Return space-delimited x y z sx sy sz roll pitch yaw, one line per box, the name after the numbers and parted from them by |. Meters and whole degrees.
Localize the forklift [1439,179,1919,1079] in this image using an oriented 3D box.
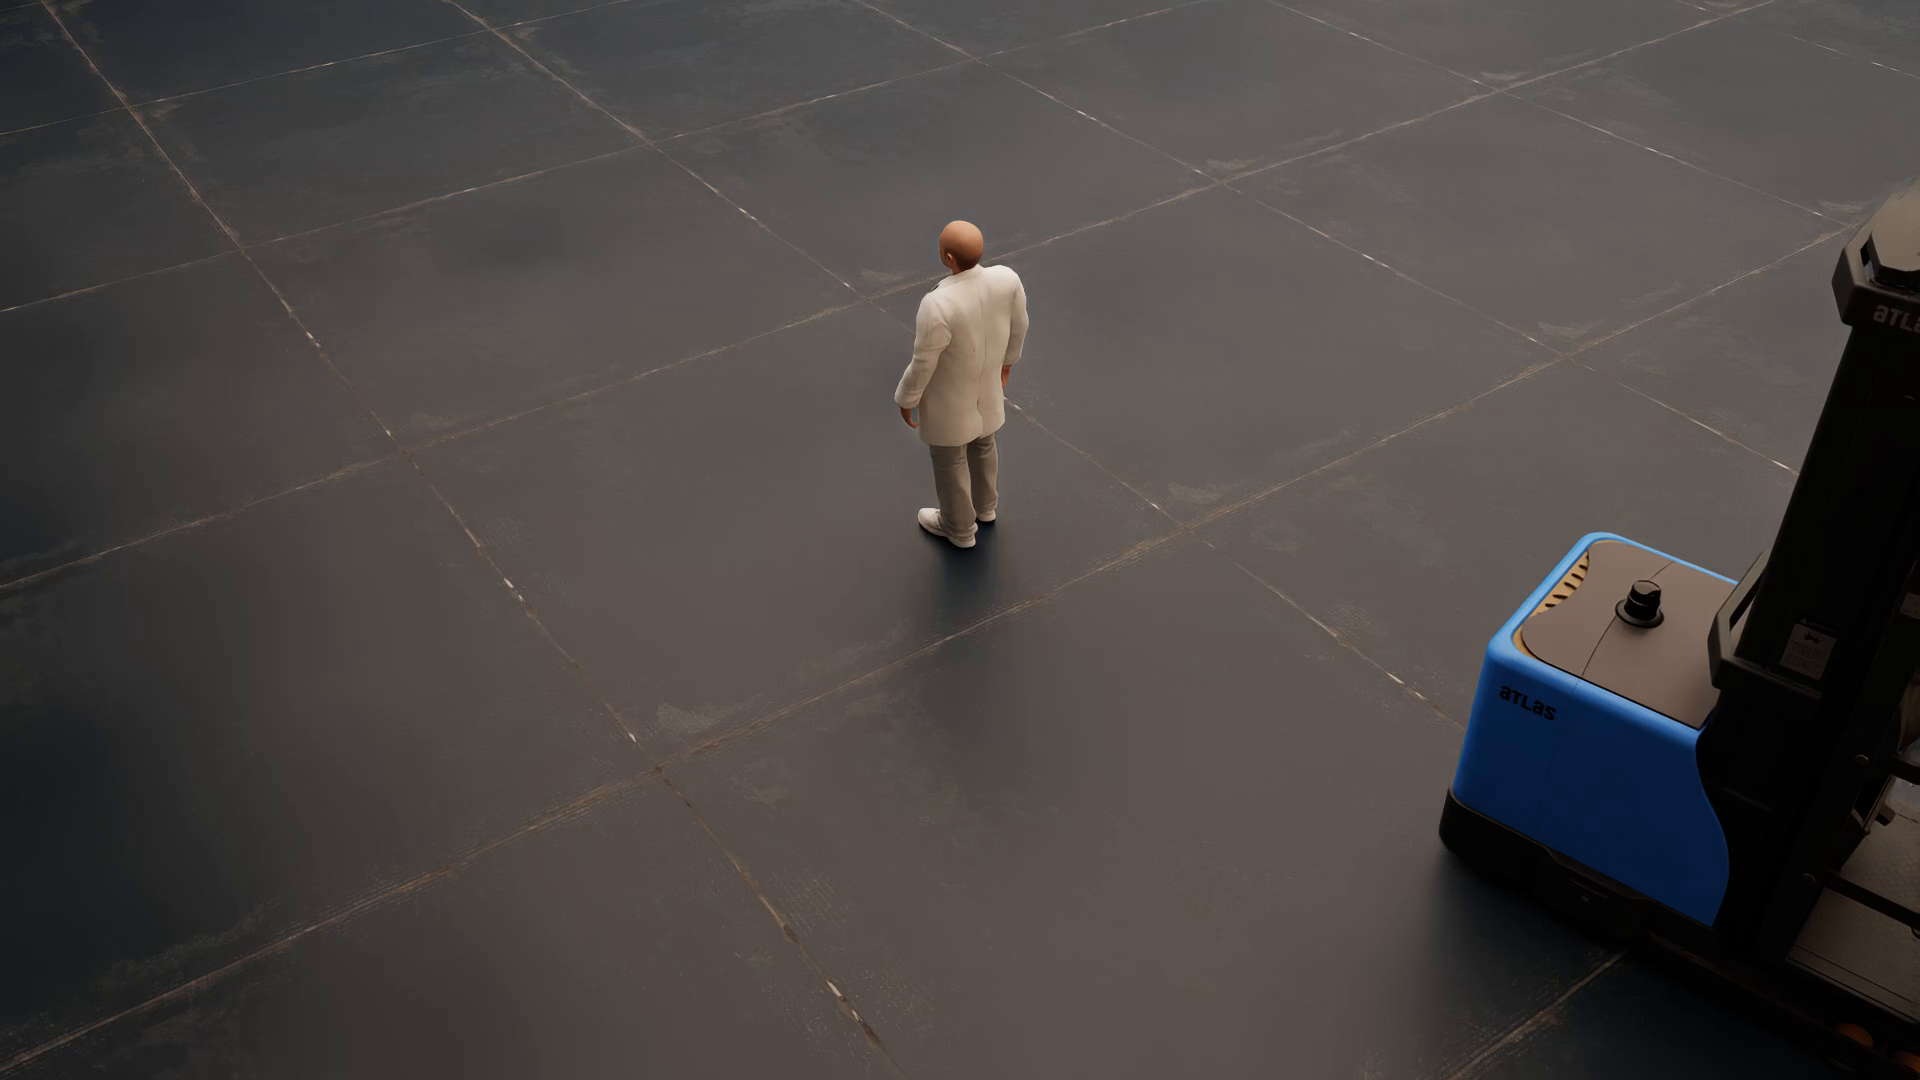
3.384 0.408 5.393 3.031 2.935 1.130 26 44 31 | forklift

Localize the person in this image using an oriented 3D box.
-0.050 -0.767 7.939 0.698 1.778 0.578 -23 42 -28 | person
